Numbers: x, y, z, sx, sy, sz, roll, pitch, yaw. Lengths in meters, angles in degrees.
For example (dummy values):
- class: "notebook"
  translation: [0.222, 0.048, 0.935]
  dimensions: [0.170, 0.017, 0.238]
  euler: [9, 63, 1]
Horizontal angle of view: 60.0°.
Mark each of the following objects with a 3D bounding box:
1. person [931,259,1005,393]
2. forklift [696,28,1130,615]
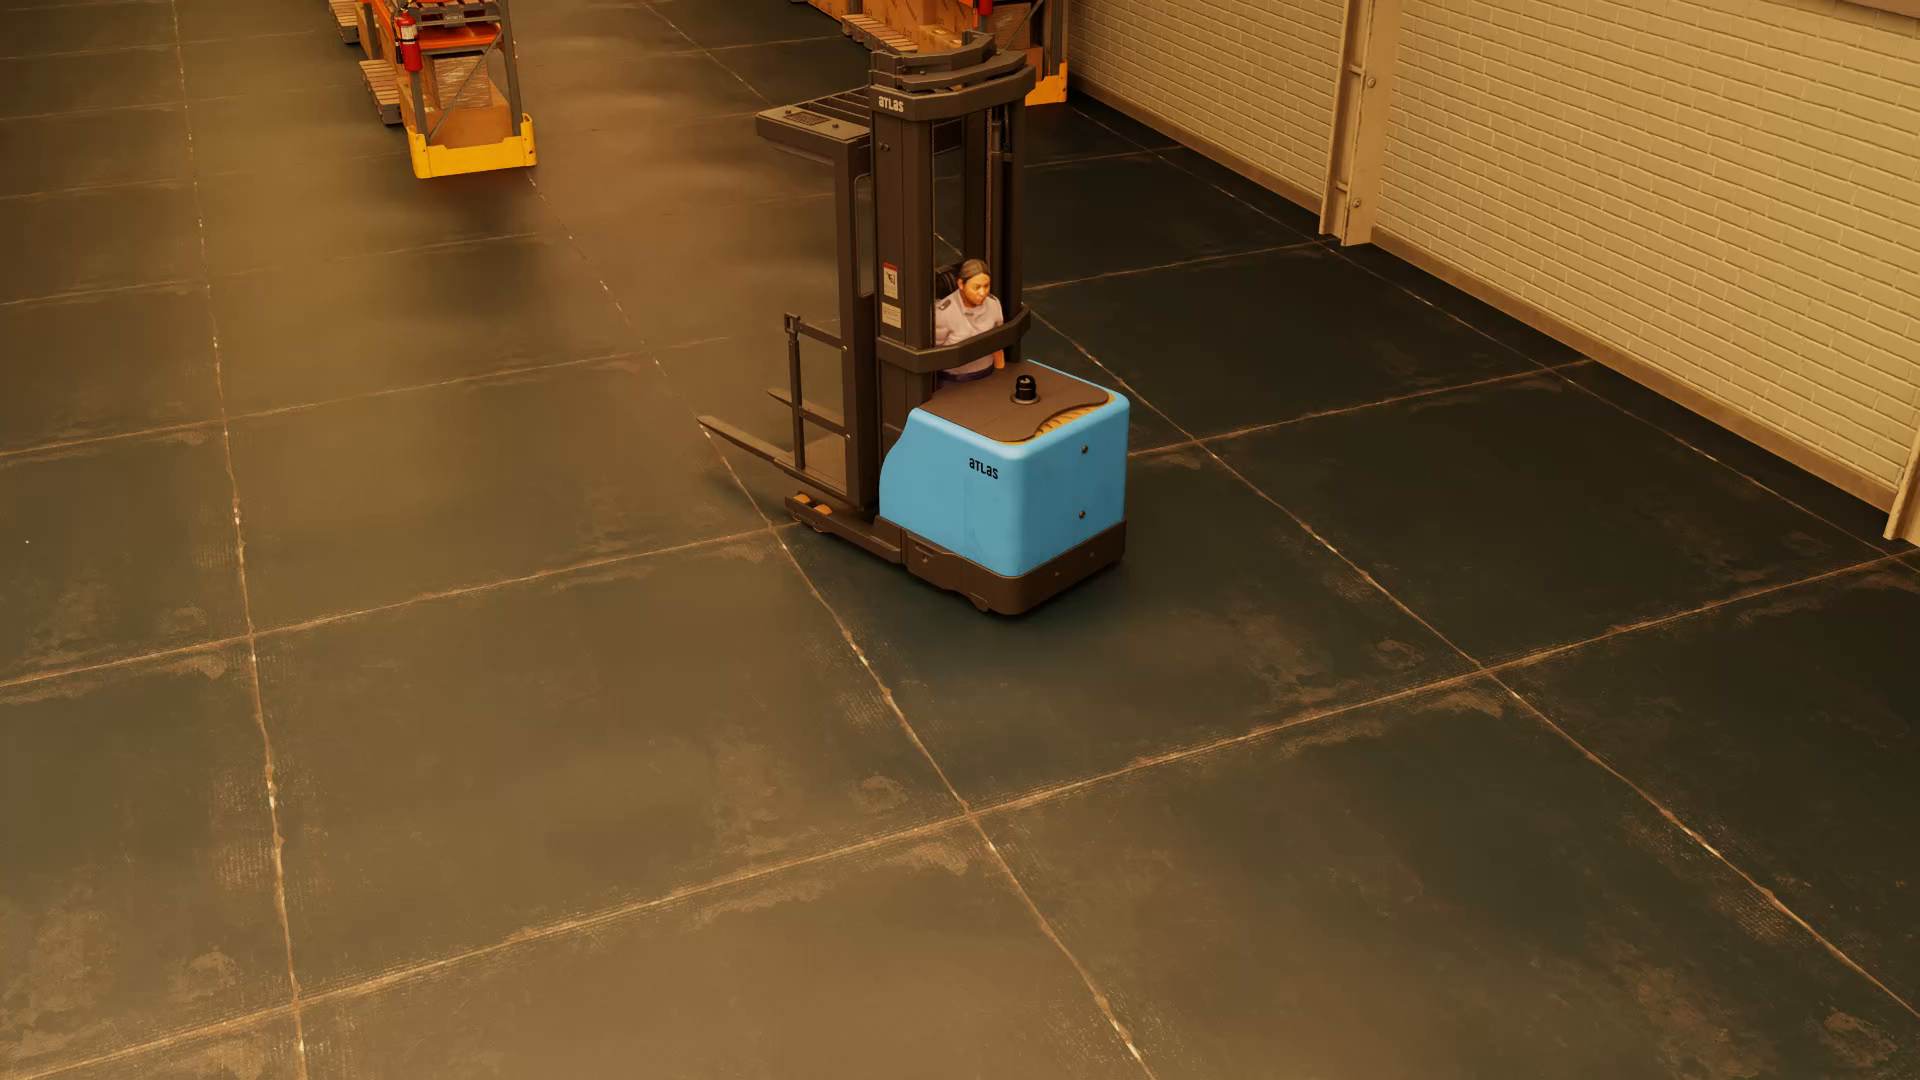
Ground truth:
- class: "person"
  translation: [0.016, -0.843, 9.562]
  dimensions: [0.561, 1.651, 0.372]
  euler: [-14, 33, -23]
- class: "forklift"
  translation: [-0.436, -1.483, 9.714]
  dimensions: [3.031, 2.935, 1.130]
  euler: [26, 39, 37]
